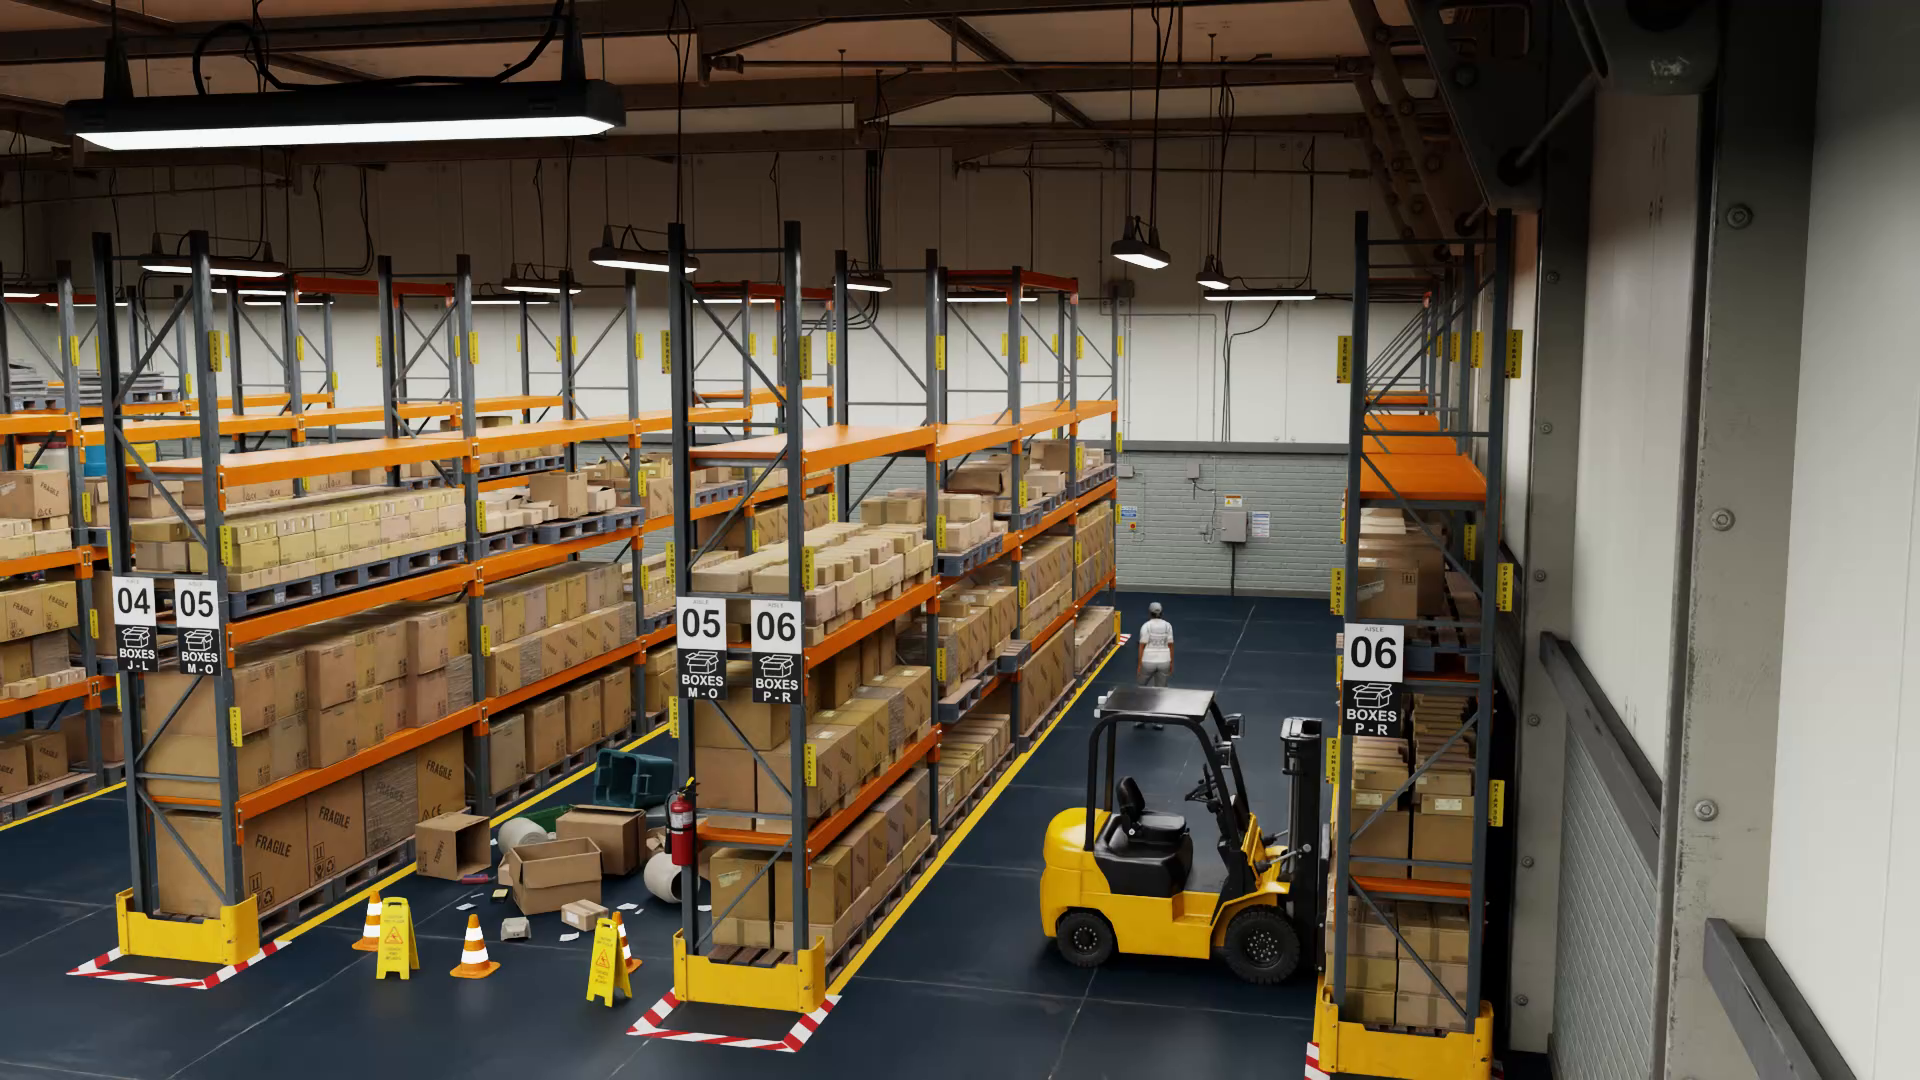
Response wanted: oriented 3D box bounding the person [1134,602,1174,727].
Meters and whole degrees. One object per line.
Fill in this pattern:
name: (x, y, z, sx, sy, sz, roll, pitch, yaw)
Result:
person: (2.577, 1.679, 22.098, 0.525, 1.706, 0.424, -2, 7, -12)
